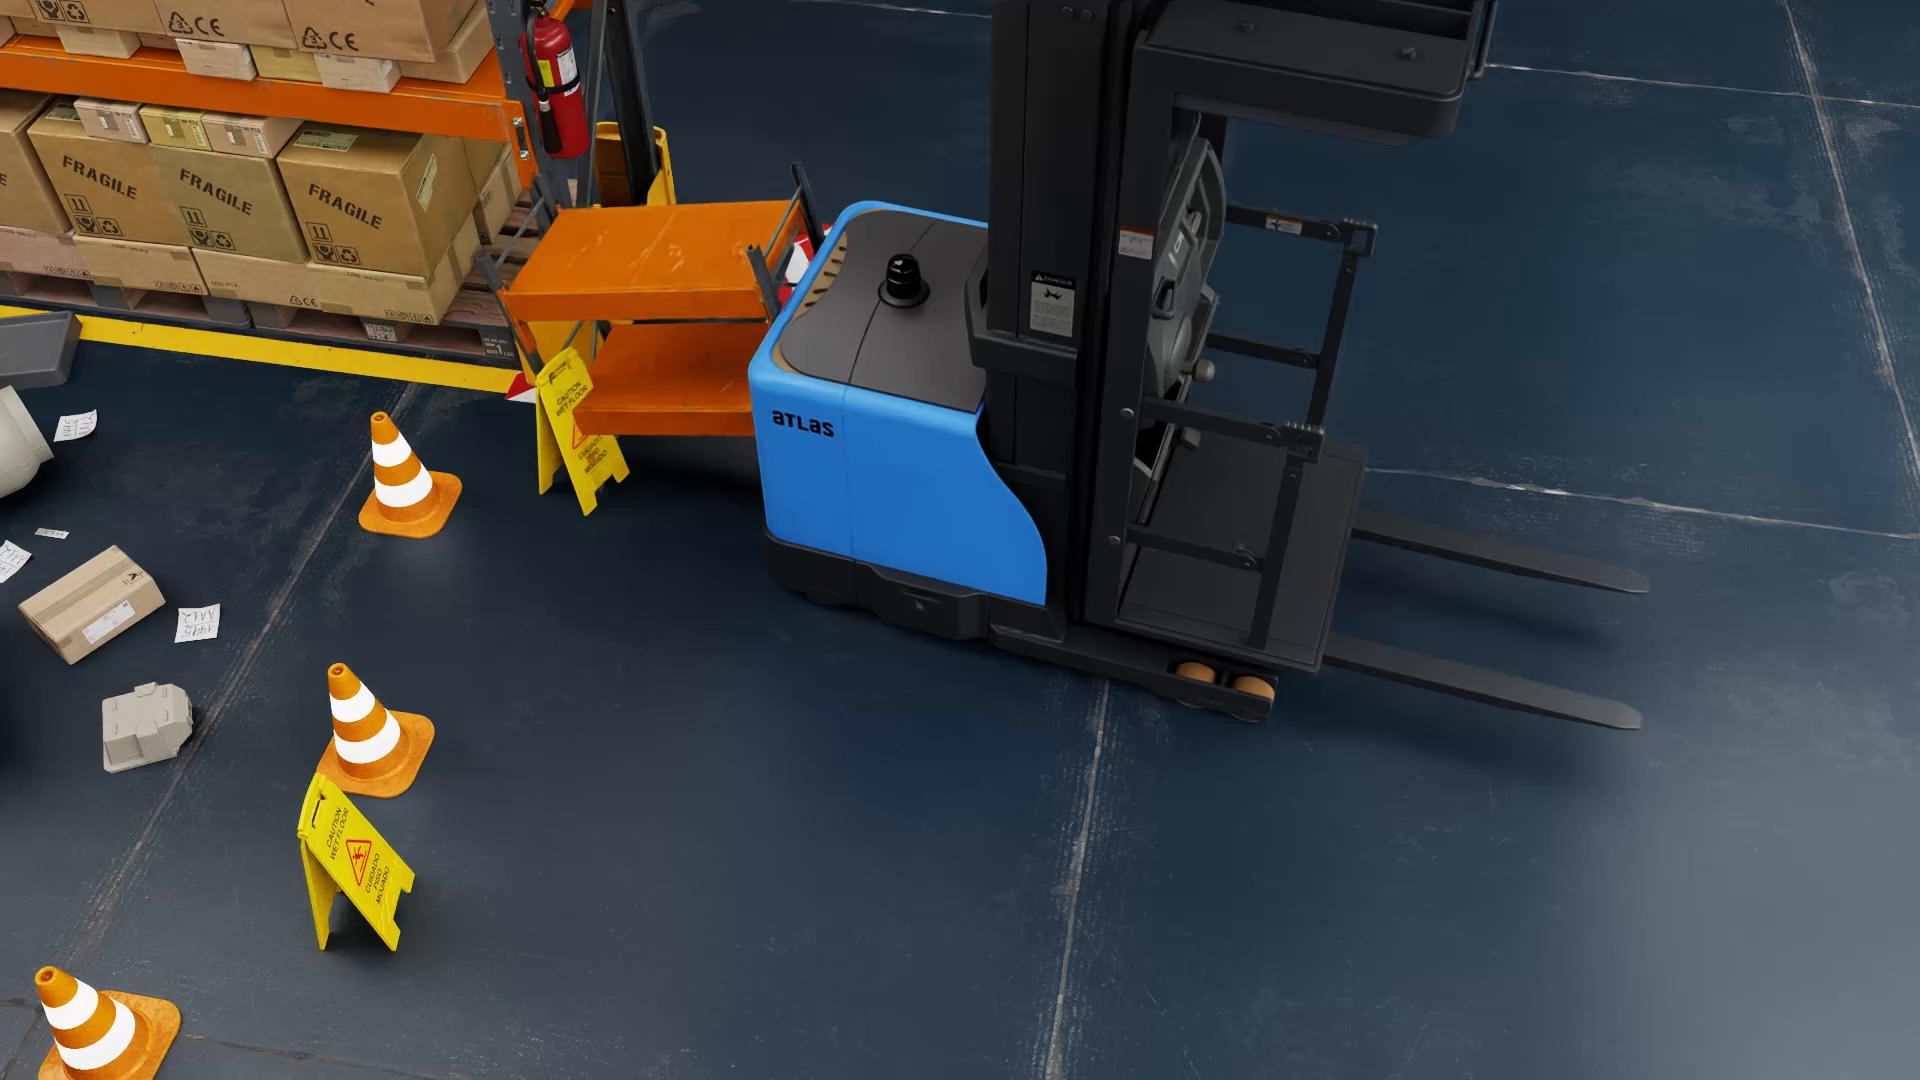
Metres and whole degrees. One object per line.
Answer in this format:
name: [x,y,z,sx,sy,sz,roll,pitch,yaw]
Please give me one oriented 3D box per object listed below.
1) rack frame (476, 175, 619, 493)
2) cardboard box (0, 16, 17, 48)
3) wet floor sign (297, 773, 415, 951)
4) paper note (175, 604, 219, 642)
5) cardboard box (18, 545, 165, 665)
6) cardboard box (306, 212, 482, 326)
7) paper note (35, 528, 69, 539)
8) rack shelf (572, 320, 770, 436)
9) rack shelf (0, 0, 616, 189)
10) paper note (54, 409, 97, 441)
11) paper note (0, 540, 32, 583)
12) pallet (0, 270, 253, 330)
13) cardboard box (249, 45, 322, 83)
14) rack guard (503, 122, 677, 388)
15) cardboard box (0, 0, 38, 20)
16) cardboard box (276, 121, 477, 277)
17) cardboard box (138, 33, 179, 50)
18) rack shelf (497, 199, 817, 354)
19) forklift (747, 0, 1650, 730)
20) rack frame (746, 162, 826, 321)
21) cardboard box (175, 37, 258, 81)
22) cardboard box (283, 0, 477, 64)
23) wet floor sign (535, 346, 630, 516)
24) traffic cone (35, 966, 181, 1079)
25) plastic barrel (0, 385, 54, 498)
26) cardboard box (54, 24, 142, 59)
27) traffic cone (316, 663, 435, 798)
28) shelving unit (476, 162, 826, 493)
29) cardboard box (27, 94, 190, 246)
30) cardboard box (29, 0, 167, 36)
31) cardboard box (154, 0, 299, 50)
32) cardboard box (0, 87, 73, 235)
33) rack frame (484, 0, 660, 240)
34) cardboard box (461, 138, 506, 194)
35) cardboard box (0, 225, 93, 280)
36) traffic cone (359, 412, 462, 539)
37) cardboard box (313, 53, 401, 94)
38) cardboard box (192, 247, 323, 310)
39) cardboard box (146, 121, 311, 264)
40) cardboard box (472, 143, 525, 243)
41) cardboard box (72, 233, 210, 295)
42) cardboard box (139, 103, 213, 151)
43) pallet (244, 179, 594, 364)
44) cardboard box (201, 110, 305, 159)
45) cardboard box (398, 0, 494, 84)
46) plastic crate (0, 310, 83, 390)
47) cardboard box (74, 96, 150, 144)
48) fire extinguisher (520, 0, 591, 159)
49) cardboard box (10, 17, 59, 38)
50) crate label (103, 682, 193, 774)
rack frame: [-1.456,-0.743,6.204,0.032,1.125,0.500,2,47,19]
cardboard box: [-3.624,-2.009,6.207,0.250,0.149,0.380,7,48,7]
wet floor sign: [-1.851,0.949,4.963,0.232,0.644,0.267,0,48,0]
paper note: [-2.735,0.295,5.964,0.142,0.019,0.148,-7,48,-7]
cardboard box: [-3.099,0.229,5.944,0.250,0.149,0.380,32,56,26]
cardboard box: [-2.318,-1.164,6.845,0.500,0.250,0.500,7,48,7]
paper note: [-3.422,-0.025,6.266,0.123,0.001,0.032,8,49,7]
rack shelf: [-0.923,-0.559,6.210,1.000,0.278,0.538,2,47,19]
rack shelf: [-3.419,-2.053,6.562,4.000,0.370,1.077,8,49,7]
paper note: [-3.533,-0.459,6.642,0.148,0.019,0.142,-7,48,-7]
paper note: [-3.544,0.077,6.168,0.142,0.019,0.148,23,52,20]
pallet: [-3.516,-1.403,7.369,1.213,0.211,1.003,8,49,7]
cardboard box: [-2.374,-1.840,6.055,0.250,0.149,0.380,7,48,6]
rack guard: [-1.526,-1.204,6.995,0.348,0.500,1.175,8,49,7]
cardboard box: [-3.513,-2.251,5.989,0.500,0.500,0.500,8,49,7]
cardboard box: [-2.286,-1.416,6.568,0.500,0.500,0.500,8,49,7]
cardboard box: [-2.860,-1.989,6.189,0.250,0.149,0.380,8,49,7]
rack shelf: [-1.037,-0.932,5.840,1.000,0.278,0.538,2,47,19]
forklift: [0.875,-0.804,5.002,3.031,2.935,1.130,14,50,12]
rack frame: [-0.493,-0.715,5.879,0.032,1.125,0.500,2,47,19]
cardboard box: [-2.633,-1.852,6.066,0.250,0.149,0.380,8,49,8]
cardboard box: [-2.034,-2.032,5.792,0.500,0.500,0.500,7,48,6]
wet floor sign: [-1.454,-0.434,6.206,0.232,0.644,0.267,23,52,20]
traffic cone: [-2.502,1.346,4.730,0.334,0.463,0.336,8,49,7]
plastic barrel: [-3.753,-0.333,6.265,0.512,0.421,0.421,-32,55,-25]
cardboard box: [-3.128,-1.956,6.160,0.250,0.149,0.380,7,48,6]
traffic cone: [-1.966,0.564,5.432,0.334,0.463,0.336,8,49,7]
shelving unit: [-0.975,-0.729,6.042,1.048,1.125,0.538,2,47,19]
cardboard box: [-3.295,-1.555,6.692,0.500,0.500,0.500,7,48,6]
cardboard box: [-3.018,-2.170,5.916,0.500,0.500,0.500,7,48,7]
cardboard box: [-2.526,-2.102,5.855,0.500,0.500,0.500,8,49,7]
cardboard box: [-3.816,-1.622,6.753,0.500,0.500,0.500,10,49,9]
rack frame: [-1.451,-2.029,6.057,0.127,3.000,1.000,8,49,7]
cardboard box: [-2.219,-1.813,6.924,0.500,0.500,0.500,6,48,6]
cardboard box: [-3.805,-1.373,7.034,0.500,0.250,0.500,7,48,6]
traffic cone: [-2.103,-0.294,6.203,0.334,0.463,0.336,8,49,7]
cardboard box: [-2.126,-1.790,6.011,0.250,0.149,0.380,7,48,6]
cardboard box: [-2.802,-1.235,6.909,0.500,0.250,0.500,8,49,7]
cardboard box: [-2.800,-1.483,6.628,0.500,0.500,0.500,9,49,8]
cardboard box: [-2.195,-1.559,7.201,0.500,0.250,0.500,7,48,7]
cardboard box: [-3.318,-1.300,6.968,0.500,0.250,0.500,6,48,5]
cardboard box: [-2.906,-1.668,6.358,0.250,0.149,0.380,8,49,7]
pallet: [-2.319,-1.240,7.223,1.213,0.211,1.003,8,49,7]
cardboard box: [-2.659,-1.632,6.326,0.250,0.149,0.380,9,49,8]
cardboard box: [-1.857,-1.838,6.054,0.250,0.149,0.380,9,49,8]
plastic crate: [-3.988,-0.774,6.892,0.583,0.080,0.402,-7,48,-7]
cardboard box: [-3.165,-1.704,6.391,0.250,0.149,0.380,10,49,8]
fire extinguisher: [-1.420,-1.651,5.769,0.183,0.674,0.296,8,49,7]
cardboard box: [-3.358,-2.054,6.248,0.250,0.149,0.380,8,49,7]
crate label: [-2.751,0.614,5.606,0.298,0.136,0.250,-15,50,-13]
